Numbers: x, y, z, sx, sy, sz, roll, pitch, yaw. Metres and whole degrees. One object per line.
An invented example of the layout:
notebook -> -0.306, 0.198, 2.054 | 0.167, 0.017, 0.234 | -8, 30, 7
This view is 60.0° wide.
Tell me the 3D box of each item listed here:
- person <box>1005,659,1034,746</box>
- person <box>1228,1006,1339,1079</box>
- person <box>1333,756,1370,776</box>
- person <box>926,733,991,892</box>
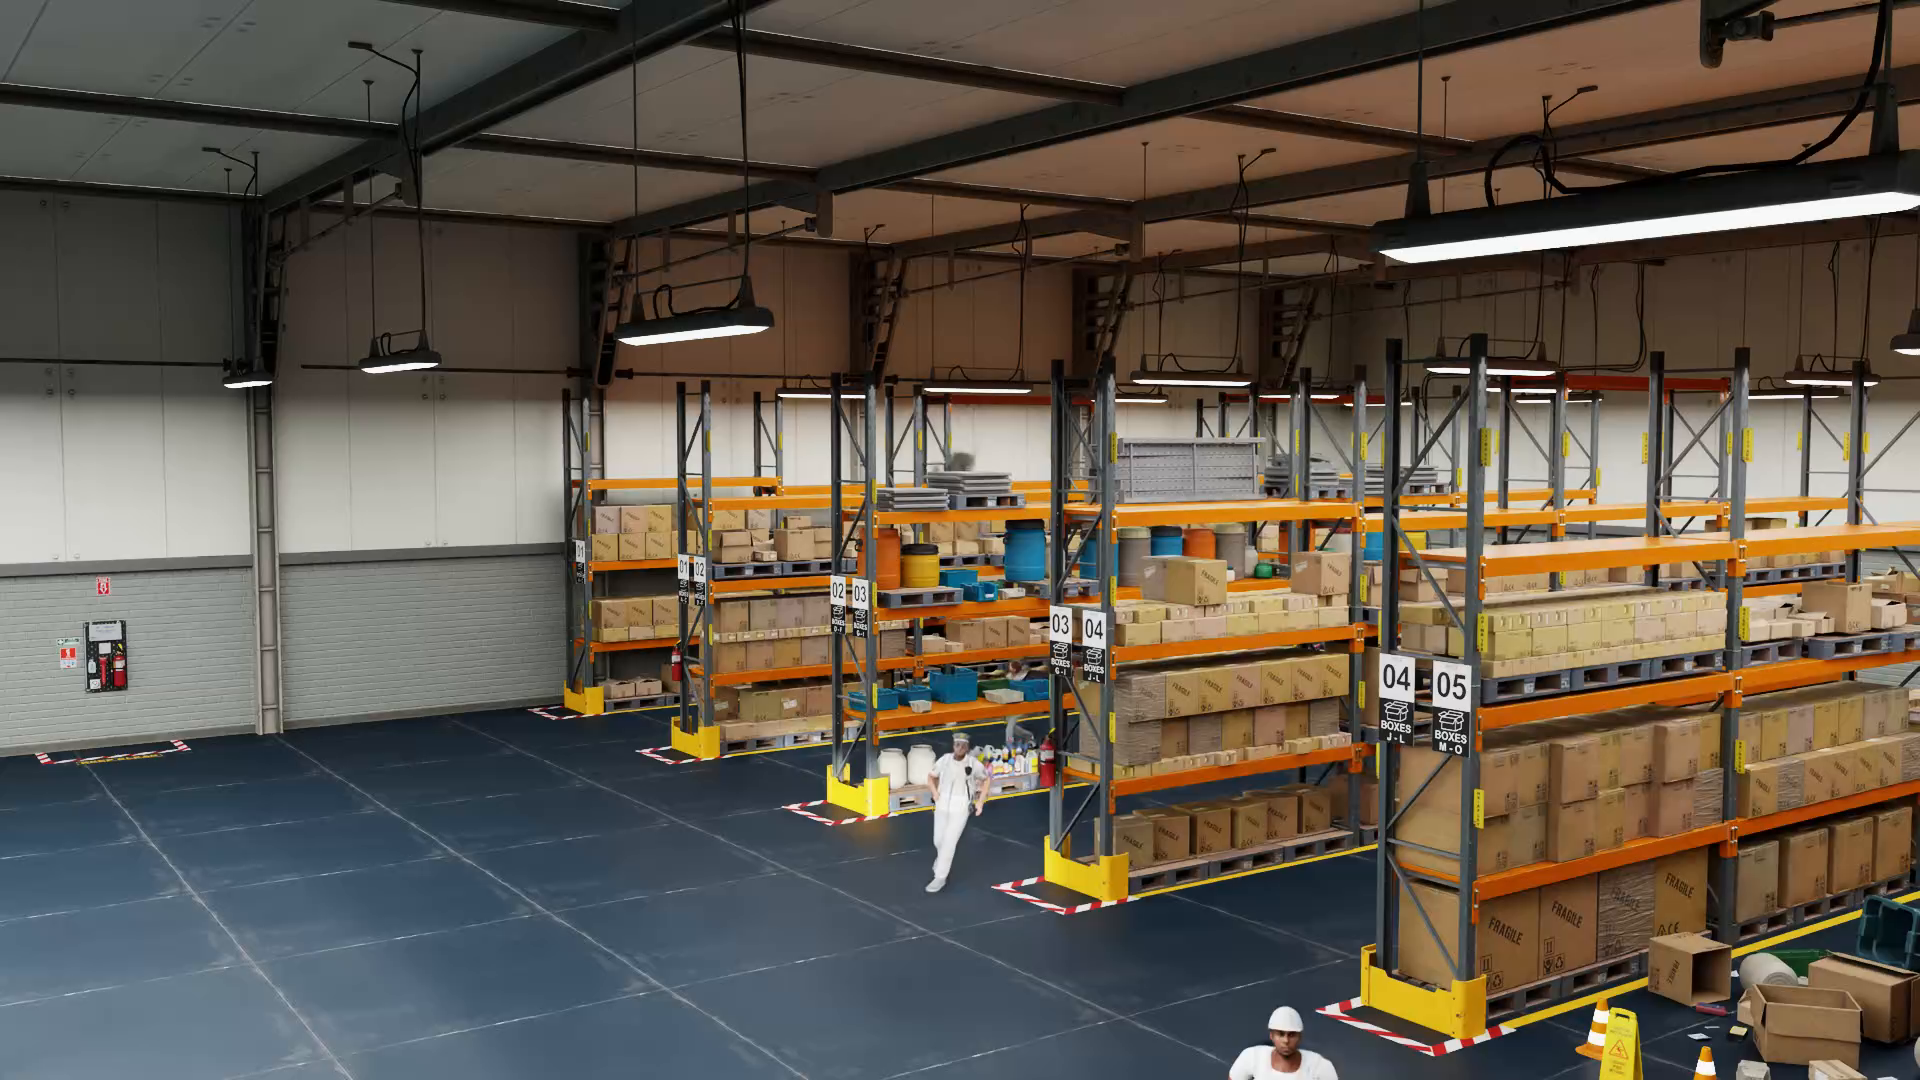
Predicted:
person -> 0.879, 2.673, 26.309 | 0.860, 1.587, 0.537 | -3, 5, -41
person -> 1.937, 3.646, 9.922 | 0.706, 1.767, 0.826 | 1, 4, 13
person -> 5.533, 2.780, 23.435 | 0.752, 1.830, 0.624 | -3, 5, -43
person -> -0.064, 3.061, 19.013 | 0.736, 1.751, 0.974 | 1, 4, 18
